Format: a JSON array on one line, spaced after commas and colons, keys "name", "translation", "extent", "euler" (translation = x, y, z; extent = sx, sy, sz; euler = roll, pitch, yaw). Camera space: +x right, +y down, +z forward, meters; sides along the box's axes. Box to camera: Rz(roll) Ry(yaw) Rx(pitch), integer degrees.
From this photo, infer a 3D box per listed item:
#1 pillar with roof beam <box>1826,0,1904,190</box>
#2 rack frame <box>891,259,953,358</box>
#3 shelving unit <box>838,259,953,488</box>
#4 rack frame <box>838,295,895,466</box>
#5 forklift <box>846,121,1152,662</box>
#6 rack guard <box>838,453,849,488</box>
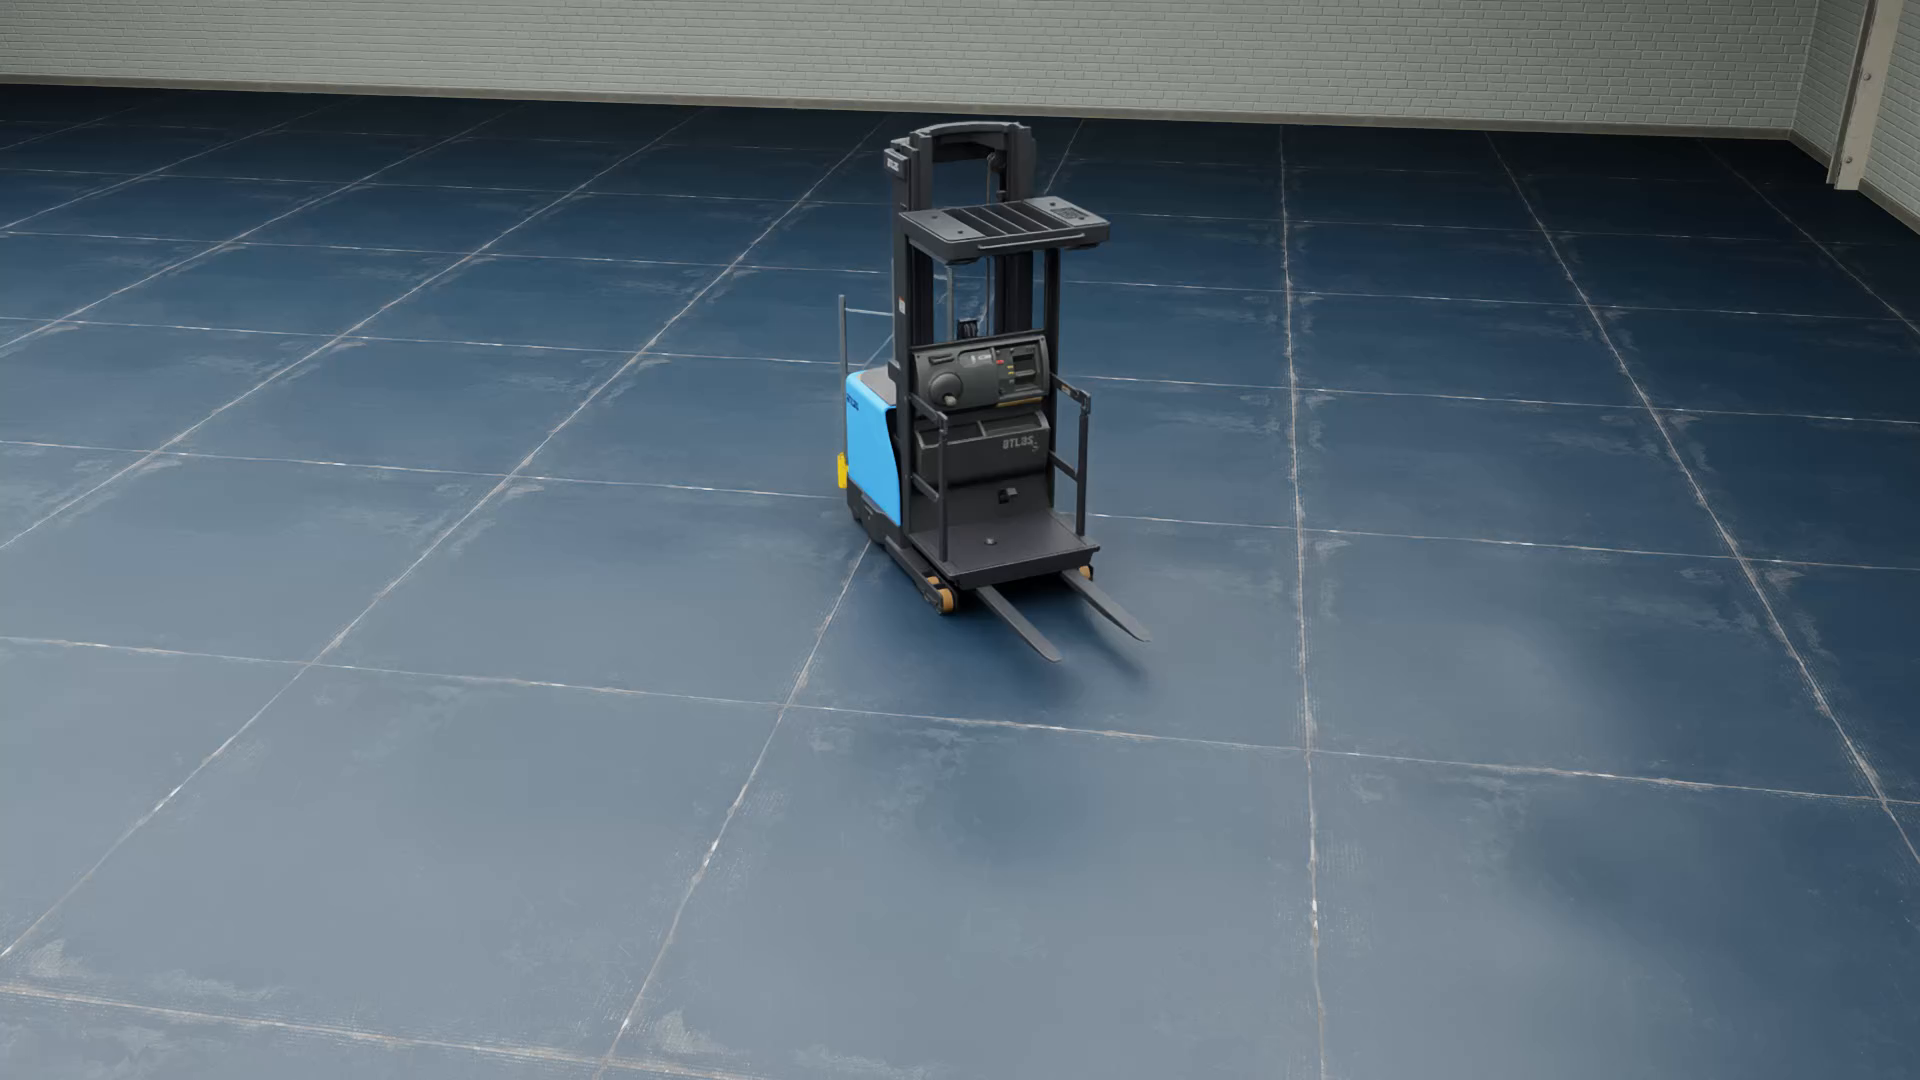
[{"name": "pillar with roof beam", "translation": [7.237, -8.976, 20.355], "extent": [9.100, 9.000, 0.400], "euler": [4, 25, 9]}, {"name": "rack frame", "translation": [-0.292, -1.463, 13.152], "extent": [0.500, 1.500, 0.032], "euler": [9, 26, 18]}, {"name": "shelving unit", "translation": [-0.470, -1.257, 12.712], "extent": [0.587, 1.500, 1.083], "euler": [9, 26, 18]}, {"name": "rack frame", "translation": [-0.641, -1.059, 12.287], "extent": [0.500, 1.500, 0.032], "euler": [9, 26, 18]}, {"name": "forklift", "translation": [0.236, -1.056, 10.593], "extent": [1.130, 2.935, 3.031], "euler": [-11, 27, -22]}, {"name": "rack guard", "translation": [-0.641, -0.493, 12.553], "extent": [0.587, 0.250, 0.087], "euler": [9, 26, 18]}]
